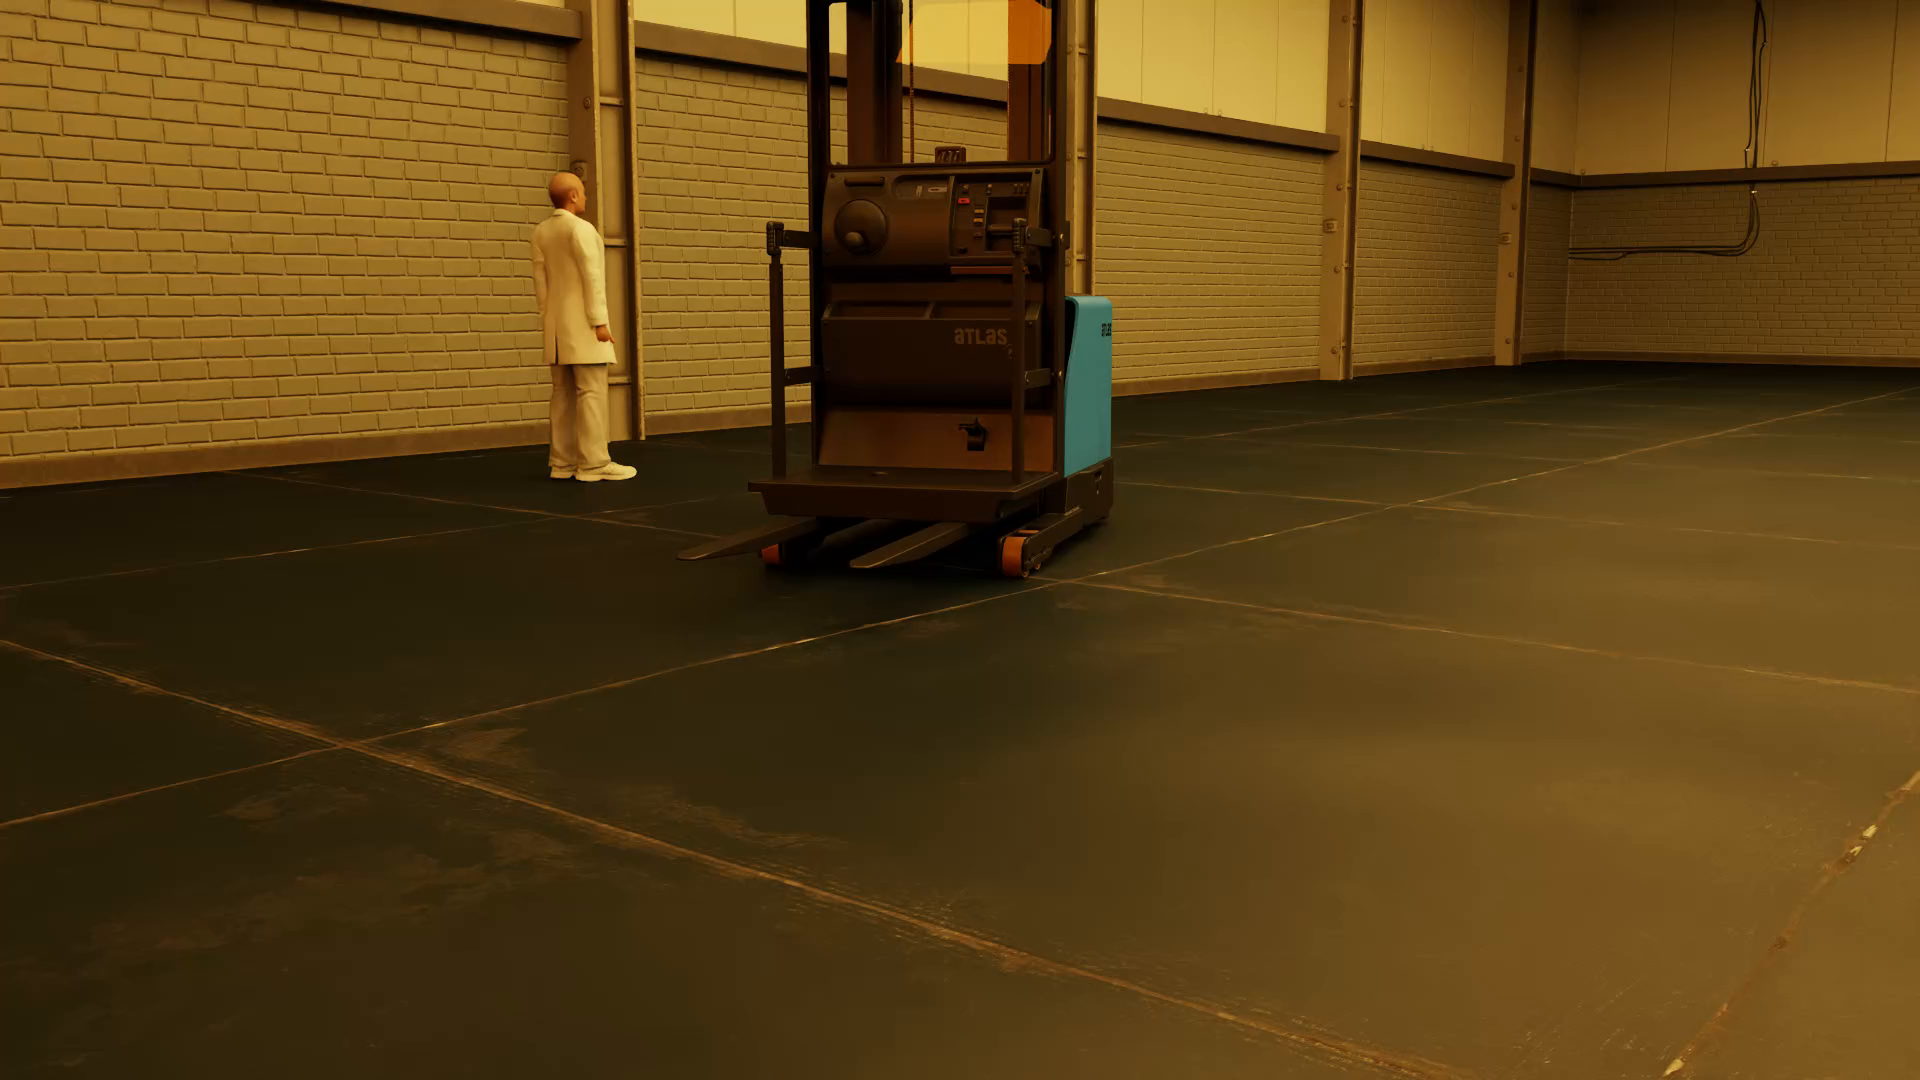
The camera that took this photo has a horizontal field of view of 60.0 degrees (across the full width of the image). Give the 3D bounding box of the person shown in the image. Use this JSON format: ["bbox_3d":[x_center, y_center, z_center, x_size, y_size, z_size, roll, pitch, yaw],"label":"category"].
[{"bbox_3d":[-2.231,-1.248,9.786,0.551,1.782,0.392,7,11,38],"label":"person"}]

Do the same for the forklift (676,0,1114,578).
[{"bbox_3d":[-0.176,-1.366,6.616,1.130,2.935,3.031,3,9,17],"label":"forklift"}]
